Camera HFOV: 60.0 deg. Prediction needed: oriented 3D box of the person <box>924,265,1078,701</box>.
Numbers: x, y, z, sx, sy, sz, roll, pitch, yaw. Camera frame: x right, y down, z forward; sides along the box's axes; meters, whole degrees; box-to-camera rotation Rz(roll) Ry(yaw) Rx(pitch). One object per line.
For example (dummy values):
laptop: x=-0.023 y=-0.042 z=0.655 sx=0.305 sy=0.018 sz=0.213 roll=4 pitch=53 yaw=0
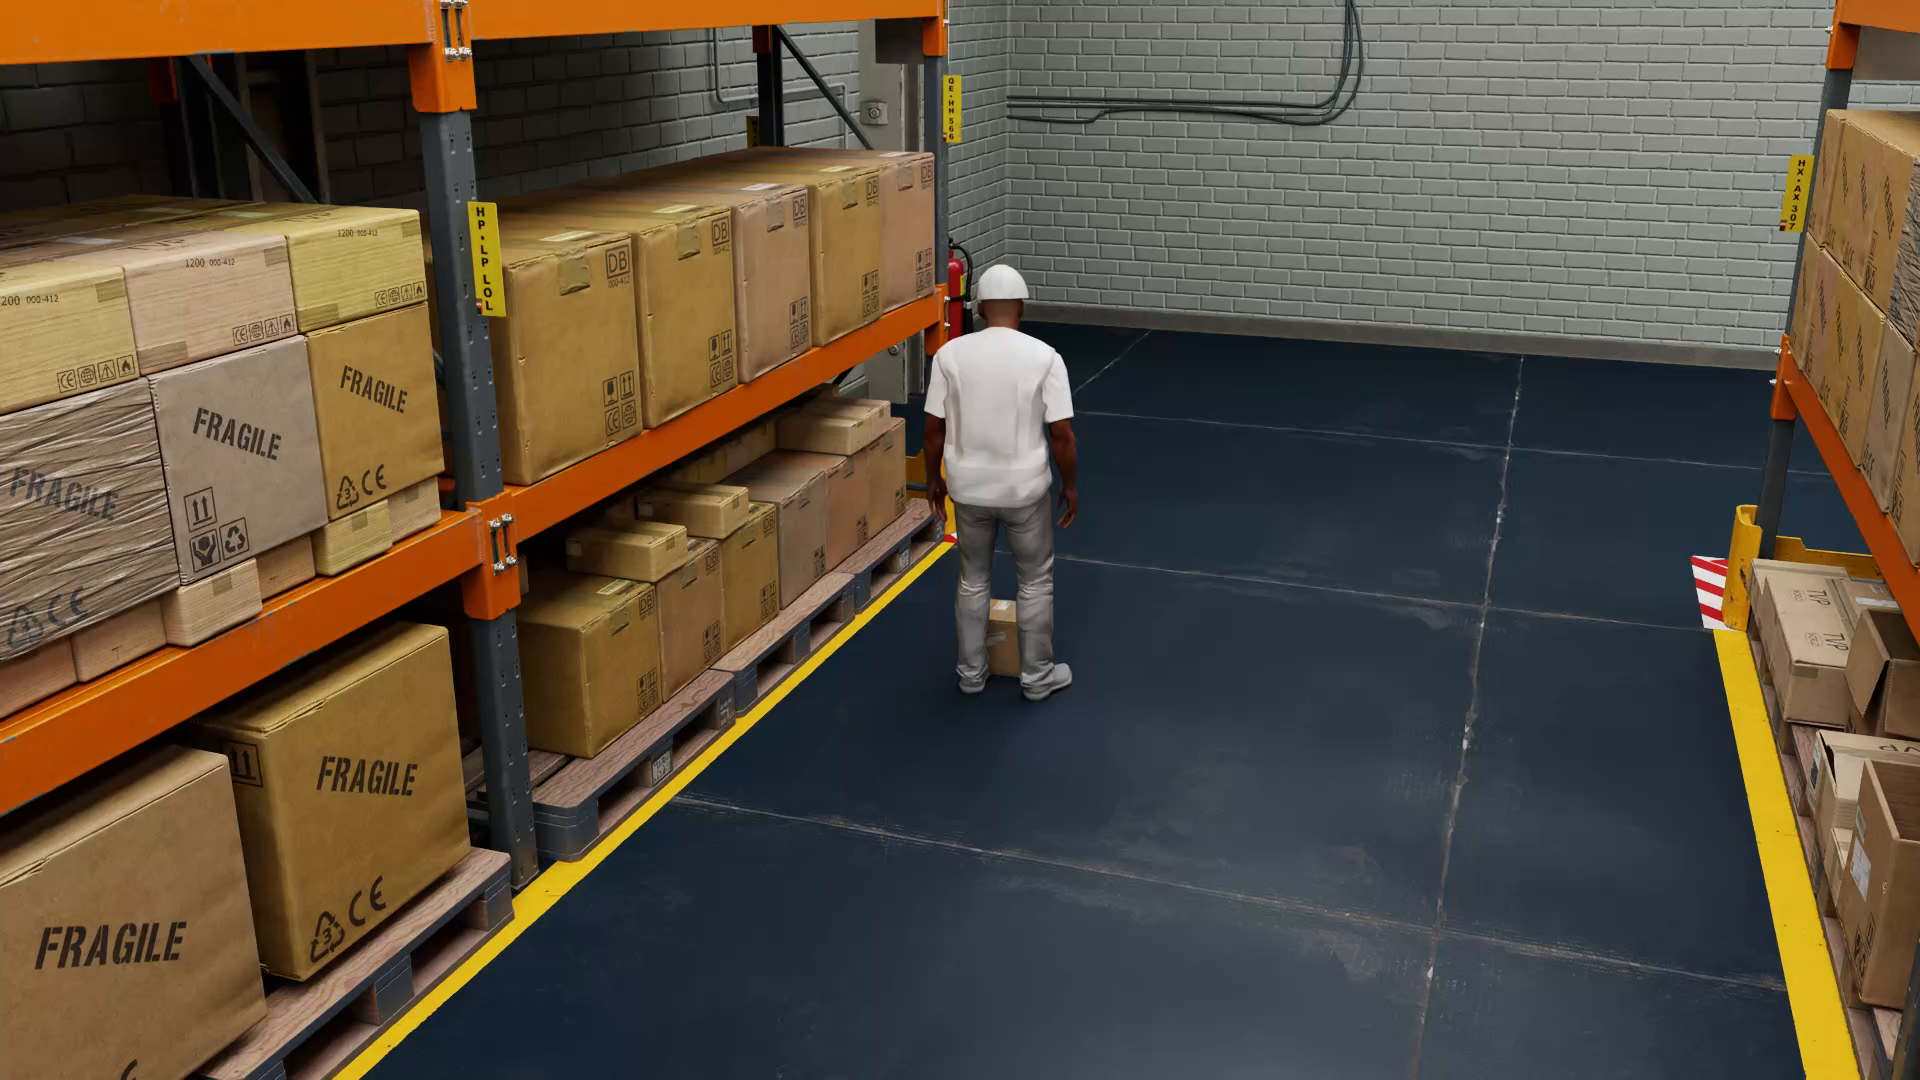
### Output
person: x=0.169 y=-0.221 z=6.694 sx=0.623 sy=1.759 sz=0.462 roll=5 pitch=19 yaw=15
